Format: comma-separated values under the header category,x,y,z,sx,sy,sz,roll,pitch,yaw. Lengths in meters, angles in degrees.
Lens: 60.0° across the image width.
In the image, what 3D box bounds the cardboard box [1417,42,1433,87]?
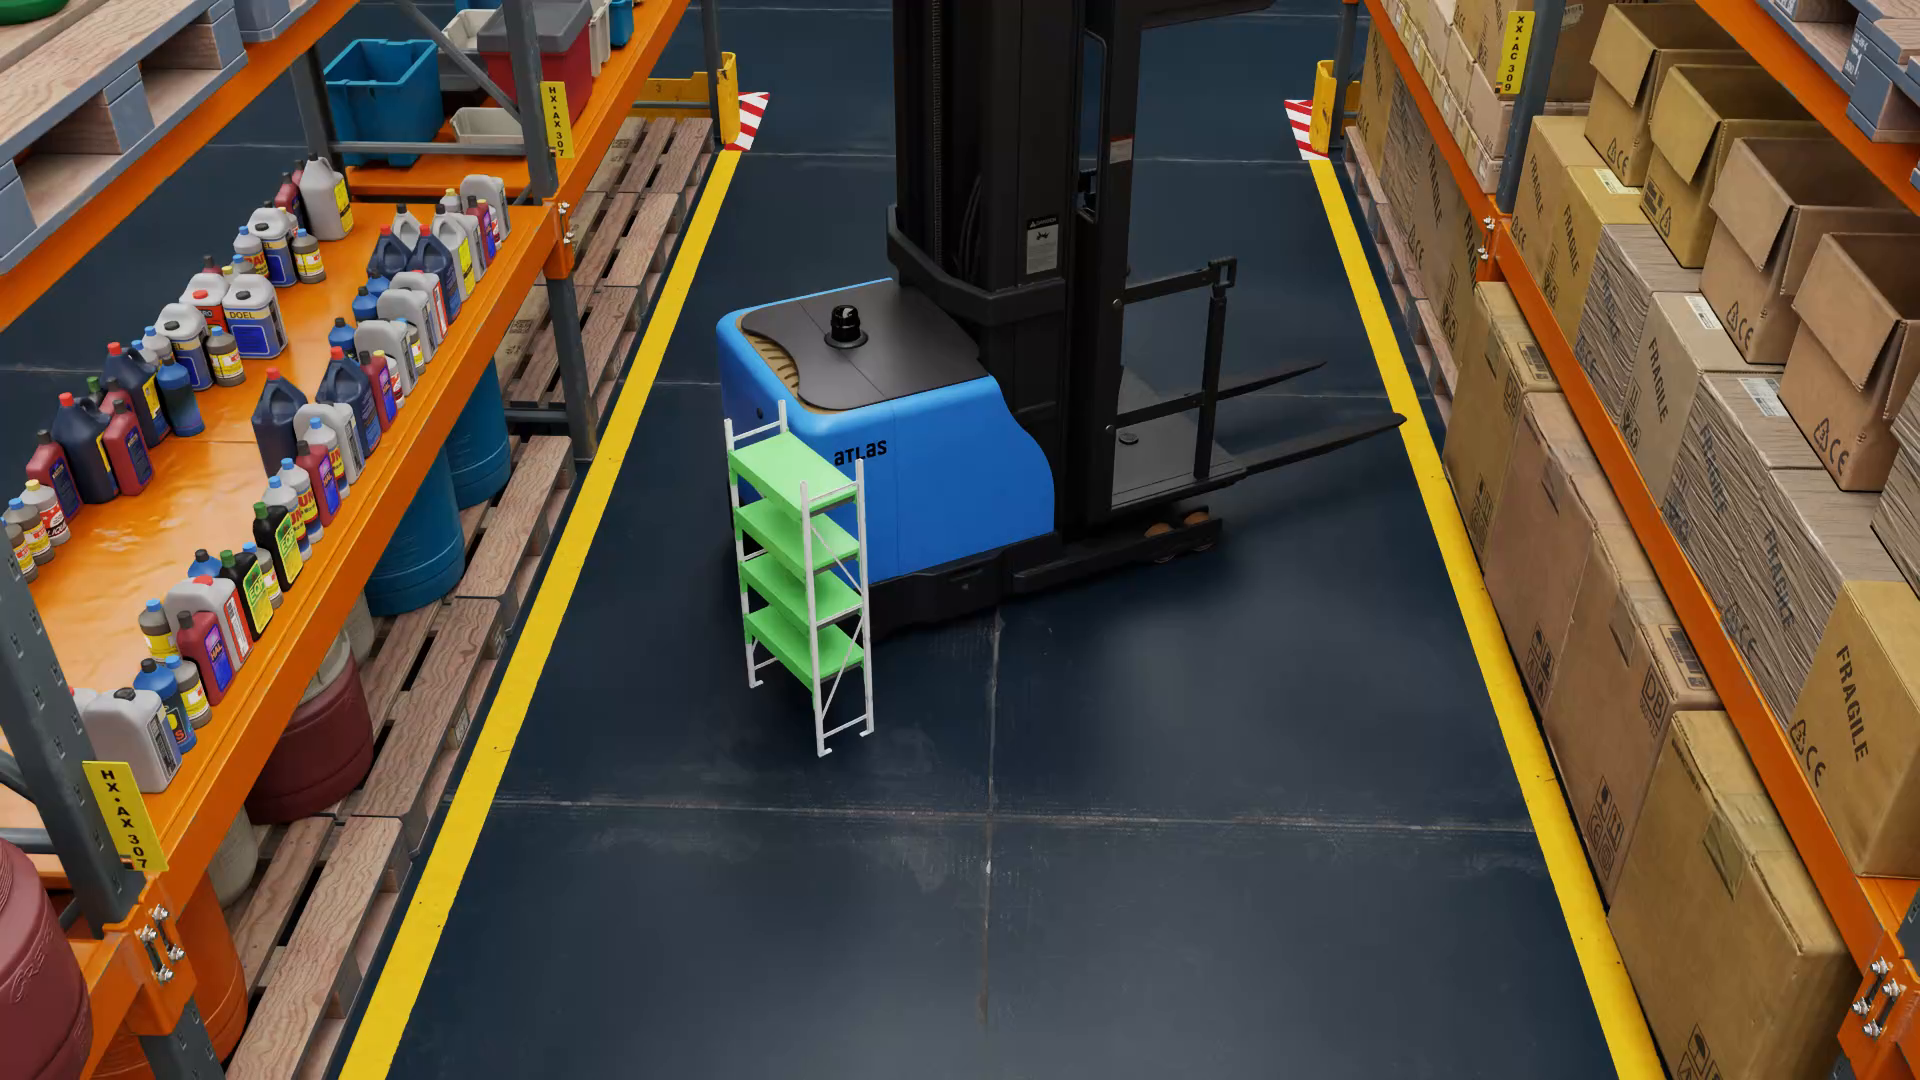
category,x,y,z,sx,sy,sz,roll,pitch,yaw
cardboard box,2.474,-2.337,8.185,0.380,0.149,0.250,1,35,1

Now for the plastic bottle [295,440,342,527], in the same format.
category,x,y,z,sx,sy,sz,roll,pitch,yaw
plastic bottle,-1.940,-0.191,5.015,0.061,0.283,0.133,1,35,2

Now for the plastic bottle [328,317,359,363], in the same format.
category,x,y,z,sx,sy,sz,roll,pitch,yaw
plastic bottle,-2.079,-0.628,5.647,0.097,0.271,0.097,0,35,0

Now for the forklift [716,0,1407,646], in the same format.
category,x,y,z,sx,sy,sz,roll,pitch,yaw
forklift,0.559,-1.359,6.634,3.031,2.935,1.130,-16,38,-21

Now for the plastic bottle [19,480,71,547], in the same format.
category,x,y,z,sx,sy,sz,roll,pitch,yaw
plastic bottle,-2.723,-0.086,4.936,0.097,0.201,0.097,0,35,0

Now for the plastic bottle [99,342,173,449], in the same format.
category,x,y,z,sx,sy,sz,roll,pitch,yaw
plastic bottle,-2.675,-0.487,5.377,0.144,0.351,0.185,1,35,2

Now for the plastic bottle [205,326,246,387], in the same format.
category,x,y,z,sx,sy,sz,roll,pitch,yaw
plastic bottle,-2.532,-0.637,5.721,0.097,0.201,0.097,0,35,0

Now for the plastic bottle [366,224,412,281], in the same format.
category,x,y,z,sx,sy,sz,roll,pitch,yaw
plastic bottle,-2.073,-0.974,6.070,0.144,0.351,0.185,1,35,2

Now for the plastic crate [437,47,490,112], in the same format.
category,x,y,z,sx,sy,sz,roll,pitch,yaw
plastic crate,-2.435,-2.194,7.951,0.437,0.125,0.590,1,35,2

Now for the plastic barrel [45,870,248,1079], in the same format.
category,x,y,z,sx,sy,sz,roll,pitch,yaw
plastic barrel,-2.370,1.100,4.599,0.600,0.830,0.708,1,35,2

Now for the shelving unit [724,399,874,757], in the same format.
category,x,y,z,sx,sy,sz,roll,pitch,yaw
shelving unit,-0.570,0.151,5.991,0.258,1.200,0.503,-23,41,-29

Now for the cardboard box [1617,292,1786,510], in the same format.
category,x,y,z,sx,sy,sz,roll,pitch,yaw
cardboard box,2.414,-0.428,5.163,0.500,0.500,0.500,2,35,3

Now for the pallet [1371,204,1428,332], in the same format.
category,x,y,z,sx,sy,sz,roll,pitch,yaw
pallet,2.892,-1.516,9.223,1.003,0.211,1.213,1,35,2

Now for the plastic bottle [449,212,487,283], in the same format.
category,x,y,z,sx,sy,sz,roll,pitch,yaw
plastic bottle,-1.919,-1.138,6.369,0.152,0.276,0.135,1,35,2

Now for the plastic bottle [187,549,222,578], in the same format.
category,x,y,z,sx,sy,sz,roll,pitch,yaw
plastic bottle,-2.042,0.143,4.549,0.097,0.271,0.097,0,35,0

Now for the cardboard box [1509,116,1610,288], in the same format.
category,x,y,z,sx,sy,sz,roll,pitch,yaw
cardboard box,2.469,-1.301,6.406,0.500,0.500,0.500,1,35,2

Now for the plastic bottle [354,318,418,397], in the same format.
category,x,y,z,sx,sy,sz,roll,pitch,yaw
plastic bottle,-1.954,-0.638,5.657,0.152,0.276,0.135,1,35,2

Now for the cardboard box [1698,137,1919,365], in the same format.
category,x,y,z,sx,sy,sz,roll,pitch,yaw
cardboard box,2.672,-0.851,4.893,0.797,0.503,0.637,2,35,3

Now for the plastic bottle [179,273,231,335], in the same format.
category,x,y,z,sx,sy,sz,roll,pitch,yaw
plastic bottle,-2.648,-0.793,5.878,0.152,0.276,0.135,1,35,2

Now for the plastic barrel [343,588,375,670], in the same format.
category,x,y,z,sx,sy,sz,roll,pitch,yaw
plastic barrel,-2.391,0.254,6.078,0.421,0.512,0.421,0,35,0

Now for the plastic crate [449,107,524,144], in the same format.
category,x,y,z,sx,sy,sz,roll,pitch,yaw
plastic crate,-2.050,-1.814,7.399,0.396,0.136,0.243,1,35,2

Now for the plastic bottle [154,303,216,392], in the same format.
category,x,y,z,sx,sy,sz,roll,pitch,yaw
plastic bottle,-2.657,-0.660,5.688,0.152,0.276,0.135,1,35,2

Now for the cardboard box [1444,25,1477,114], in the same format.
category,x,y,z,sx,sy,sz,roll,pitch,yaw
cardboard box,2.511,-2.136,7.552,0.500,0.250,0.500,2,35,3

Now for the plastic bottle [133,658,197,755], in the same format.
category,x,y,z,sx,sy,sz,roll,pitch,yaw
plastic bottle,-2.000,0.411,4.169,0.097,0.271,0.097,0,35,0

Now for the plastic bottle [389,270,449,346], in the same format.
category,x,y,z,sx,sy,sz,roll,pitch,yaw
plastic bottle,-1.939,-0.849,5.957,0.152,0.276,0.135,1,35,2

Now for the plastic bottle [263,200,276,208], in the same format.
category,x,y,z,sx,sy,sz,roll,pitch,yaw
plastic bottle,-2.648,-1.180,6.433,0.097,0.271,0.097,0,35,0

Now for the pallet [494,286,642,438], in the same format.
category,x,y,z,sx,sy,sz,roll,pitch,yaw
pallet,-2.221,-0.915,8.369,1.003,0.211,1.213,1,35,2

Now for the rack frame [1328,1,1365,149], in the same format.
category,x,y,z,sx,sy,sz,roll,pitch,yaw
rack frame,2.898,-3.817,10.072,1.000,3.000,0.127,1,35,2

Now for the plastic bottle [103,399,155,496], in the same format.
category,x,y,z,sx,sy,sz,roll,pitch,yaw
plastic bottle,-2.585,-0.289,5.154,0.061,0.283,0.133,1,35,2

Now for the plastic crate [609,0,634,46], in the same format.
category,x,y,z,sx,sy,sz,roll,pitch,yaw
plastic crate,-1.877,-2.701,8.578,0.416,0.233,0.300,1,35,2

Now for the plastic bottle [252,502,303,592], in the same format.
category,x,y,z,sx,sy,sz,roll,pitch,yaw
plastic bottle,-1.953,-0.003,4.746,0.061,0.283,0.133,1,35,2

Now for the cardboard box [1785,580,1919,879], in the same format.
category,x,y,z,sx,sy,sz,roll,pitch,yaw
cardboard box,2.349,0.449,3.915,0.500,0.500,0.500,2,35,3

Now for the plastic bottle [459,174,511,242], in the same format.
category,x,y,z,sx,sy,sz,roll,pitch,yaw
plastic bottle,-1.904,-1.348,6.668,0.152,0.276,0.135,1,35,2

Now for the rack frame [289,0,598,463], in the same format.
category,x,y,z,sx,sy,sz,roll,pitch,yaw
rack frame,-2.211,-1.633,6.965,1.000,3.000,0.127,1,35,2

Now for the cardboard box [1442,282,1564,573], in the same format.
category,x,y,z,sx,sy,sz,roll,pitch,yaw
cardboard box,2.732,-0.453,6.768,1.225,0.875,0.875,1,35,2

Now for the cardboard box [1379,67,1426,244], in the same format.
category,x,y,z,sx,sy,sz,roll,pitch,yaw
cardboard box,2.916,-2.227,9.293,0.875,0.875,0.875,1,35,2

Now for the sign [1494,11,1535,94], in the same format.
category,x,y,z,sx,sy,sz,roll,pitch,yaw
sign,2.183,-1.917,6.547,0.100,0.325,0.005,1,35,2

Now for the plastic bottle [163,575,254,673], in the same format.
category,x,y,z,sx,sy,sz,roll,pitch,yaw
plastic bottle,-2.013,0.209,4.452,0.152,0.276,0.135,1,35,2

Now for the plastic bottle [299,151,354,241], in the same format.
category,x,y,z,sx,sy,sz,roll,pitch,yaw
plastic bottle,-2.551,-1.395,6.669,0.144,0.351,0.185,1,35,2

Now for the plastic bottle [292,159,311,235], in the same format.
category,x,y,z,sx,sy,sz,roll,pitch,yaw
plastic bottle,-2.652,-1.384,6.713,0.061,0.283,0.133,1,35,2

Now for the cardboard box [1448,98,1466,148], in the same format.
category,x,y,z,sx,sy,sz,roll,pitch,yaw
cardboard box,2.443,-1.894,7.555,0.380,0.149,0.250,1,35,1

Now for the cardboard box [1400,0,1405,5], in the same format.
category,x,y,z,sx,sy,sz,roll,pitch,yaw
cardboard box,2.571,-3.020,8.810,0.500,0.250,0.500,0,35,0

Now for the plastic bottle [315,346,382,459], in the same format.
category,x,y,z,sx,sy,sz,roll,pitch,yaw
plastic bottle,-1.966,-0.444,5.316,0.144,0.351,0.185,1,35,2

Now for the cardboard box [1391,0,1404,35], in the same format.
category,x,y,z,sx,sy,sz,roll,pitch,yaw
cardboard box,2.505,-2.779,8.814,0.380,0.149,0.250,1,35,1

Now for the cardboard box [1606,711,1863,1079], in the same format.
category,x,y,z,sx,sy,sz,roll,pitch,yaw
cardboard box,2.625,1.081,4.586,1.225,0.875,0.875,0,35,0

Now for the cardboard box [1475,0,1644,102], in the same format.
category,x,y,z,sx,sy,sz,roll,pitch,yaw
cardboard box,2.489,-2.156,6.929,0.500,0.500,0.500,2,35,3

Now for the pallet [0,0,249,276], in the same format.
category,x,y,z,sx,sy,sz,roll,pitch,yaw
pallet,-2.244,-0.922,3.509,1.003,0.211,1.213,1,35,2

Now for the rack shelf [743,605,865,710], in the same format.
category,x,y,z,sx,sy,sz,roll,pitch,yaw
rack shelf,-0.570,0.400,6.166,0.258,0.148,0.480,-23,41,-29

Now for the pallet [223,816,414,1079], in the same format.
category,x,y,z,sx,sy,sz,roll,pitch,yaw
pallet,-2.382,1.352,5.143,1.003,0.211,1.213,1,35,2

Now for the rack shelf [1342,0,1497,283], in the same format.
category,x,y,z,sx,sy,sz,roll,pitch,yaw
rack shelf,2.818,-2.373,8.644,1.077,0.370,4.000,1,35,2

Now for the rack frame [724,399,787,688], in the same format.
category,x,y,z,sx,sy,sz,roll,pitch,yaw
rack frame,-0.716,0.039,6.151,0.240,1.200,0.015,-23,41,-29

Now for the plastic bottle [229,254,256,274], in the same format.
category,x,y,z,sx,sy,sz,roll,pitch,yaw
plastic bottle,-2.661,-0.962,6.183,0.097,0.201,0.097,0,35,0

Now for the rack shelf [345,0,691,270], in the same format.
category,x,y,z,sx,sy,sz,roll,pitch,yaw
rack shelf,-2.131,-2.488,8.807,1.077,0.370,4.000,1,35,2
